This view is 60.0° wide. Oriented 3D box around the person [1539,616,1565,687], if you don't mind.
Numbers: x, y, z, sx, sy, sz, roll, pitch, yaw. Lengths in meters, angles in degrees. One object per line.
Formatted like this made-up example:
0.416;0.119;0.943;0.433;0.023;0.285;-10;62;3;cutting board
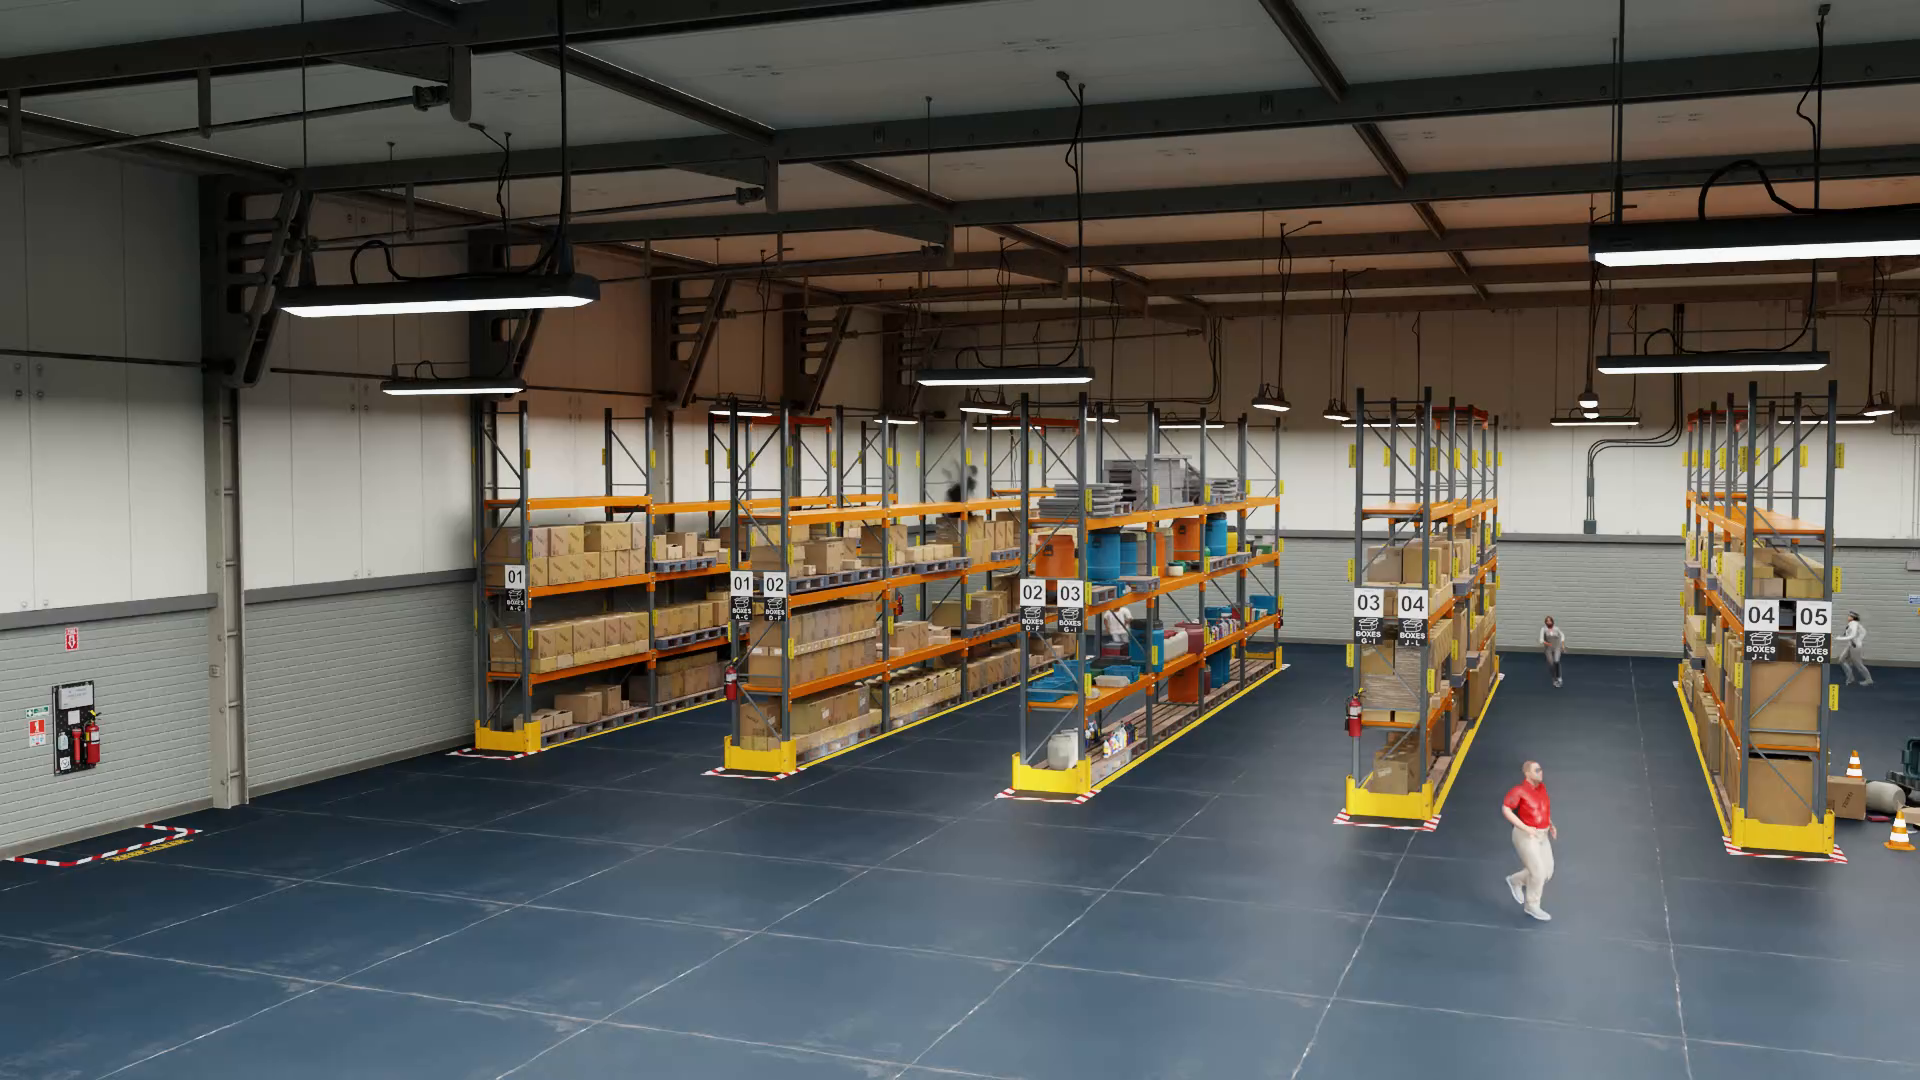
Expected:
12.974;2.454;36.426;0.545;1.542;0.605;1;3;17;person

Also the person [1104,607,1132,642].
3.745;2.231;39.463;0.670;1.783;0.736;0;3;8;person

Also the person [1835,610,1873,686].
19.663;2.389;36.562;0.769;1.719;0.580;1;3;24;person

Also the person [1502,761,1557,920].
6.232;3.269;18.270;0.672;1.704;0.618;-2;3;-35;person
